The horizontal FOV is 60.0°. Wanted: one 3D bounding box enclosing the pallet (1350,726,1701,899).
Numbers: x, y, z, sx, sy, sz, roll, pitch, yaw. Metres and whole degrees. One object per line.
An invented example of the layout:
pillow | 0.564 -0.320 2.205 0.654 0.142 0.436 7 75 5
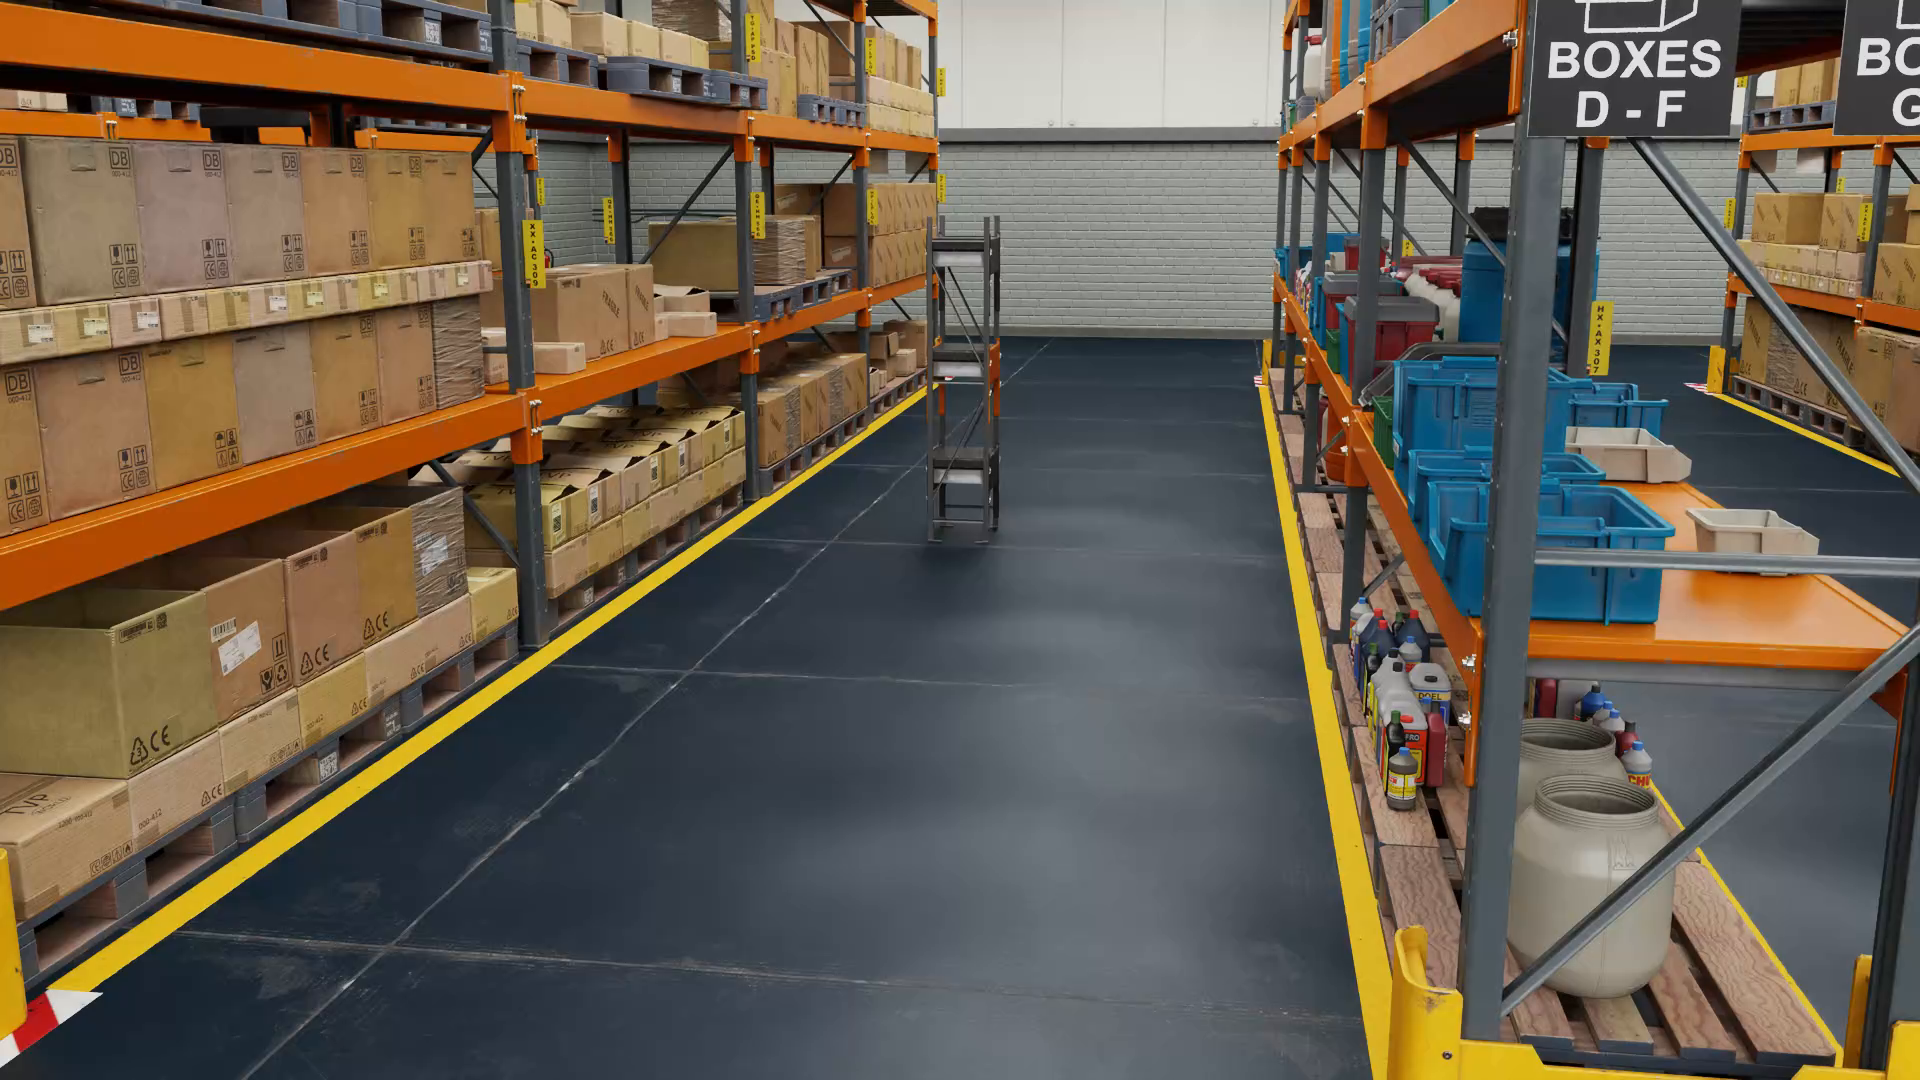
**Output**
pallet | 1.955 0.979 5.950 1.003 0.211 1.213 2 12 9

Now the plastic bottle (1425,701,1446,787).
plastic bottle | 1.690 0.723 5.920 0.061 0.283 0.133 2 12 9

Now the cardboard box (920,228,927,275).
cardboard box | -0.640 -3.275 18.834 0.500 0.500 0.500 2 12 9

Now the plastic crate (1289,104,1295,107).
plastic crate | 3.340 -4.027 15.837 0.416 0.233 0.300 2 12 9

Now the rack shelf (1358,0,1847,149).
rack shelf | 1.977 -1.476 5.308 1.077 0.370 4.000 2 12 9

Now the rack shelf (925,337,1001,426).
rack shelf | 0.025 -1.048 10.935 0.431 0.518 0.480 2 12 9

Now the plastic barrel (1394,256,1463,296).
plastic barrel | 3.128 -1.570 10.836 0.600 0.536 0.708 2 12 9

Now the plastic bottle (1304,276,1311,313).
plastic bottle | 2.782 -1.954 13.055 0.144 0.351 0.185 2 12 9

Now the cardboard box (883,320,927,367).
cardboard box | -0.604 -2.309 19.474 0.500 0.500 0.500 2 12 9

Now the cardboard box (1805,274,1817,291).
cardboard box | 8.290 -2.448 15.827 0.380 0.149 0.250 2 12 10

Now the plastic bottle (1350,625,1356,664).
plastic bottle | 1.787 0.449 7.389 0.097 0.201 0.097 0 12 0

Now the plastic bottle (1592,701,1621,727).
plastic bottle | 2.324 0.715 5.990 0.097 0.271 0.097 0 12 0

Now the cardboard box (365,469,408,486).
cardboard box | -2.990 -0.080 7.994 0.500 0.500 0.500 2 12 9

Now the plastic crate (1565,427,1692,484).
plastic crate | 2.285 -0.302 5.901 0.530 0.136 0.437 2 12 9

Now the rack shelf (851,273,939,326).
rack shelf | -1.071 -2.669 17.964 1.077 0.370 4.000 2 12 9

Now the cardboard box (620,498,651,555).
cardboard box | -2.145 -0.090 9.821 0.500 0.250 0.500 1 12 7

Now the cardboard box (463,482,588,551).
cardboard box | -2.299 -0.152 8.777 0.500 0.311 0.500 2 12 9

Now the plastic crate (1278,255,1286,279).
plastic crate | 3.518 -2.846 17.332 0.416 0.233 0.300 2 12 9

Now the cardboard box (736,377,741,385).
cardboard box | -2.002 -1.074 13.748 0.500 0.500 0.500 1 12 7

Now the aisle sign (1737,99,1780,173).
aisle sign | 8.739 -4.410 18.167 0.394 0.787 0.004 2 12 9

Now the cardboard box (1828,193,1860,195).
cardboard box | 9.209 -3.444 17.722 0.500 0.500 0.500 2 12 9

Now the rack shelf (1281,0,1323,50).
rack shelf | 3.823 -5.244 16.625 1.077 0.370 4.000 2 12 9

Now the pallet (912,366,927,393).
pallet | -0.897 -1.891 19.270 1.003 0.211 1.213 2 12 9

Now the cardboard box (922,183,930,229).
cardboard box | -0.637 -3.767 18.744 0.500 0.500 0.500 2 12 10

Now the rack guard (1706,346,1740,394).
rack guard | 9.028 -1.898 18.613 1.175 0.500 0.348 2 12 9

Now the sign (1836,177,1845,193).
sign | 9.558 -3.776 18.085 0.100 0.325 0.005 2 12 9

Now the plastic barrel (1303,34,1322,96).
plastic barrel | 3.186 -4.079 14.362 0.433 0.535 0.433 0 12 0

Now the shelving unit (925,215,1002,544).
shelving unit | 0.025 -1.061 10.932 0.431 2.100 0.503 2 12 9

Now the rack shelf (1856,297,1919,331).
rack shelf | 8.102 -1.514 12.607 1.077 0.370 4.000 2 12 9

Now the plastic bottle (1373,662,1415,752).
plastic bottle | 1.628 0.624 6.223 0.144 0.351 0.185 2 12 11

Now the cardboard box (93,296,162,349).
cardboard box | -2.833 -0.706 5.372 0.380 0.149 0.250 2 12 8

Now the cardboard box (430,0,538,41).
cardboard box | -2.505 -2.665 8.478 0.500 0.250 0.500 3 13 15

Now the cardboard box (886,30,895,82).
cardboard box | -1.054 -4.914 16.945 0.700 0.500 0.500 2 12 9

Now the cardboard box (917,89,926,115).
cardboard box | -0.667 -4.855 18.449 0.500 0.250 0.500 2 12 9

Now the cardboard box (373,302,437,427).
cardboard box | -2.746 -0.785 7.278 0.700 0.500 0.500 2 12 8

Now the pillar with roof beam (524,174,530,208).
pillar with roof beam | -1.845 -6.980 22.020 9.100 9.000 0.400 2 12 9

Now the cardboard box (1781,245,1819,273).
cardboard box | 8.454 -2.774 16.395 0.500 0.250 0.500 2 12 8

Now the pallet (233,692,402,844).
pallet | -2.958 0.843 6.579 1.003 0.211 1.213 2 12 9

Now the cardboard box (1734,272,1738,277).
cardboard box | 8.644 -2.929 18.060 0.380 0.149 0.250 2 12 9

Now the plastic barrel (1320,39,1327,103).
plastic barrel | 2.549 -3.076 10.762 0.421 0.512 0.421 0 12 0

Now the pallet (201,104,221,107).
pallet | -6.674 -3.674 14.248 1.003 0.211 1.213 2 12 11

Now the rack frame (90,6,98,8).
rack frame | -6.889 -4.864 12.201 1.000 3.000 0.127 2 12 9

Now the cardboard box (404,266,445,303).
cardboard box | -2.517 -1.135 7.363 0.380 0.149 0.250 2 12 7

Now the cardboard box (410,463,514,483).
cardboard box | -2.756 -0.276 9.353 0.500 0.311 0.500 2 12 10

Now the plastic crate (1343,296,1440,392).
plastic crate | 2.057 -0.919 7.987 0.402 0.464 0.583 2 12 9

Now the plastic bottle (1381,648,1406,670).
plastic bottle | 1.736 0.567 6.674 0.097 0.271 0.097 0 12 0

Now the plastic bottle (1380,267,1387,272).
plastic bottle | 3.774 -2.289 14.791 0.152 0.276 0.135 2 12 9

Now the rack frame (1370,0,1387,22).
rack frame | 2.285 -3.710 6.848 1.000 3.000 0.127 2 12 9

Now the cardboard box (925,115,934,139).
cardboard box | -0.582 -4.714 18.984 0.500 0.250 0.500 2 12 9

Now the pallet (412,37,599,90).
pallet | -2.486 -2.495 8.787 0.805 0.209 1.217 1 12 6

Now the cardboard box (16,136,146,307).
cardboard box | -3.056 -1.006 5.227 0.700 0.500 0.500 2 12 7

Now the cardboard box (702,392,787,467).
cardboard box | -1.642 -0.850 12.706 0.500 0.500 0.500 2 12 11

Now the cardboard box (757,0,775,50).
cardboard box | -1.764 -4.078 13.066 0.500 0.500 0.500 2 12 9

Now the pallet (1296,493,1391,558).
pallet | 2.742 -0.087 10.895 1.003 0.211 1.213 2 12 9

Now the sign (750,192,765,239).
sign | -1.445 -2.320 11.890 0.100 0.325 0.005 2 12 9

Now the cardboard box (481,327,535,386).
cardboard box | -2.577 -0.969 8.726 0.500 0.250 0.500 3 12 12

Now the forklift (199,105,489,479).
forklift | -4.401 -1.670 11.786 1.130 2.935 3.031 2 12 10
